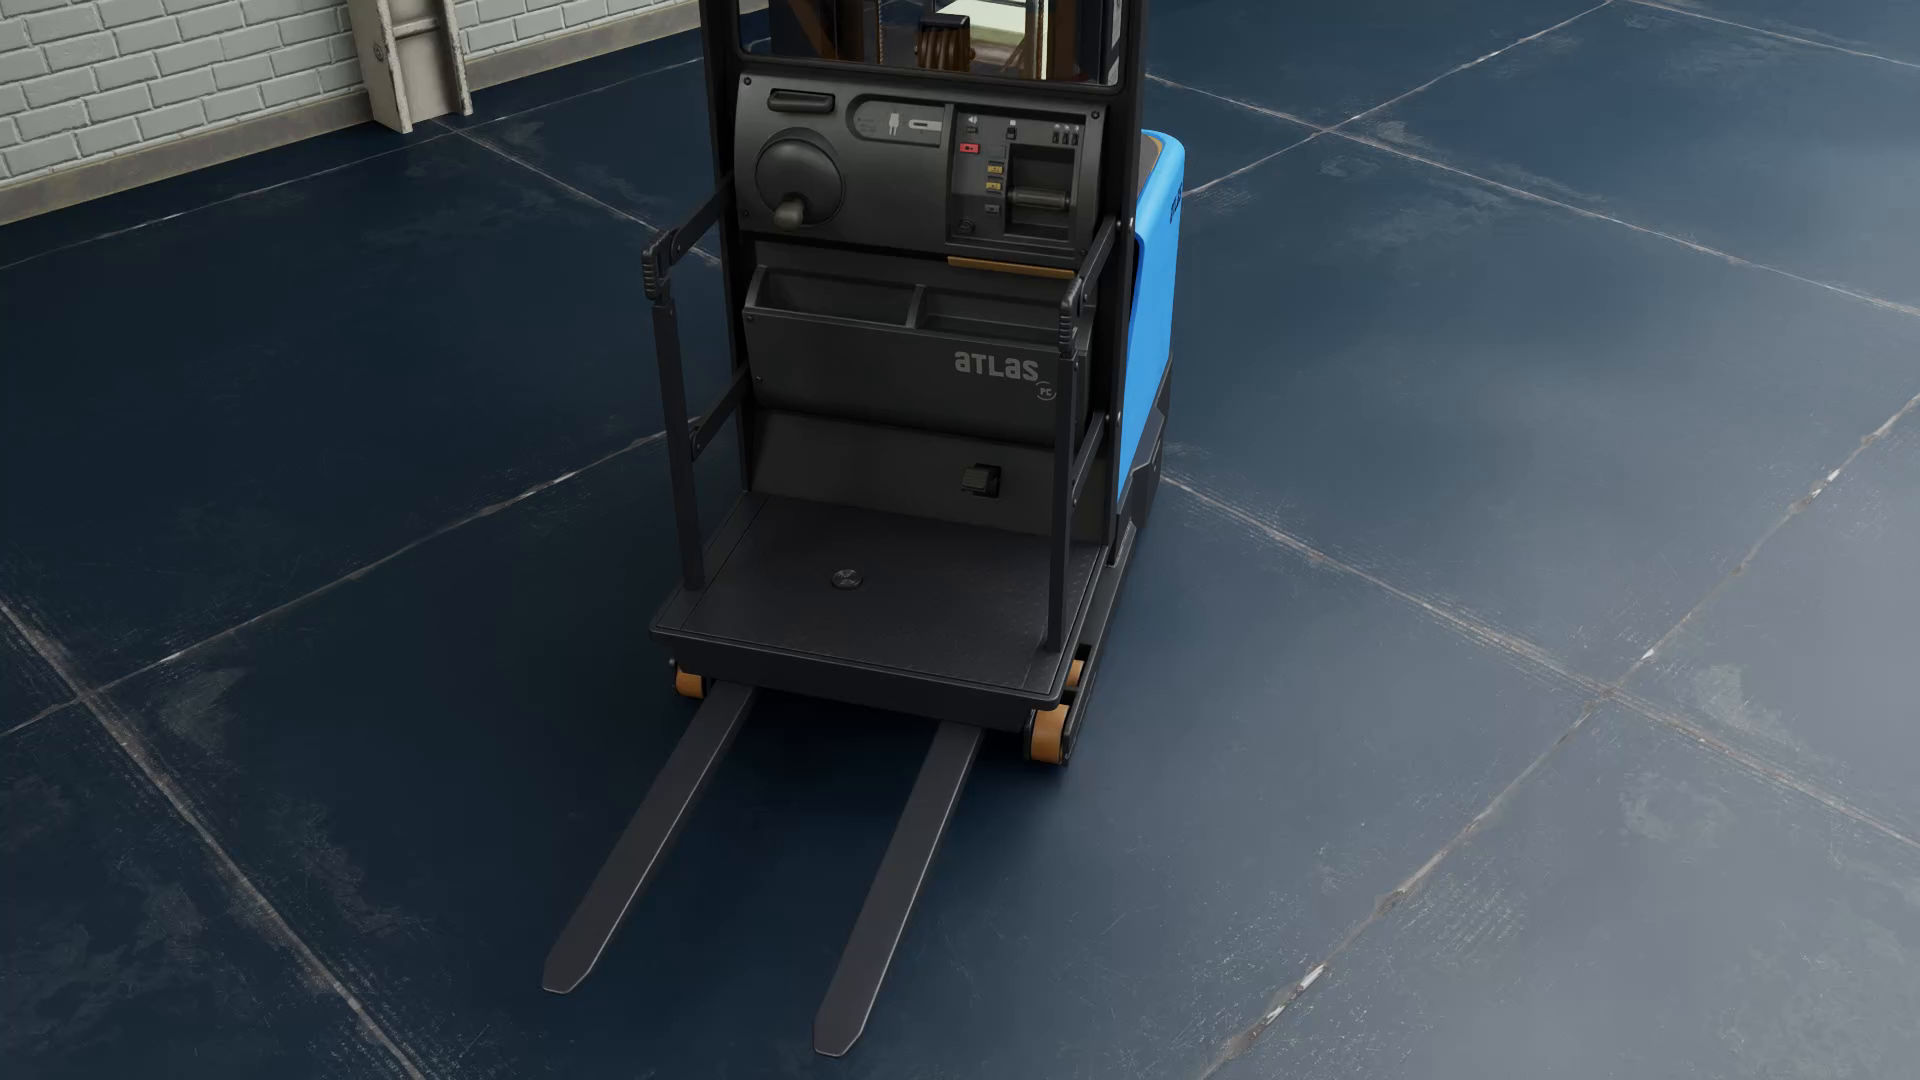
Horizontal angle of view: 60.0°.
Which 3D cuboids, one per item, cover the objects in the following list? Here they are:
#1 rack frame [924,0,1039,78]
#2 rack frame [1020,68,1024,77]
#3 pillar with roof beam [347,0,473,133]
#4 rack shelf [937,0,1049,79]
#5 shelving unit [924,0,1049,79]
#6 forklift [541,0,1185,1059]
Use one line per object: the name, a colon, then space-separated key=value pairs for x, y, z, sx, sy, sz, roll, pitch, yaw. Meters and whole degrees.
rack frame: x=0.064 y=-1.193 z=5.649 sx=0.400 sy=1.500 sz=0.023 roll=17 pitch=38 yaw=22
rack frame: x=0.404 y=-1.563 z=6.181 sx=0.400 sy=1.500 sz=0.023 roll=17 pitch=38 yaw=22
pillar with roof beam: x=0.377 y=-4.072 z=3.222 sx=9.100 sy=9.000 sz=0.400 roll=30 pitch=45 yaw=35
rack shelf: x=0.234 y=-1.698 z=5.692 sx=0.431 sy=0.370 sz=0.720 roll=17 pitch=38 yaw=22
shelving unit: x=0.234 y=-1.378 z=5.915 sx=0.431 sy=1.500 sz=0.755 roll=17 pitch=38 yaw=22
forklift: x=-0.164 y=-0.859 z=3.919 sx=1.130 sy=2.935 sz=3.031 roll=9 pitch=36 yaw=12
